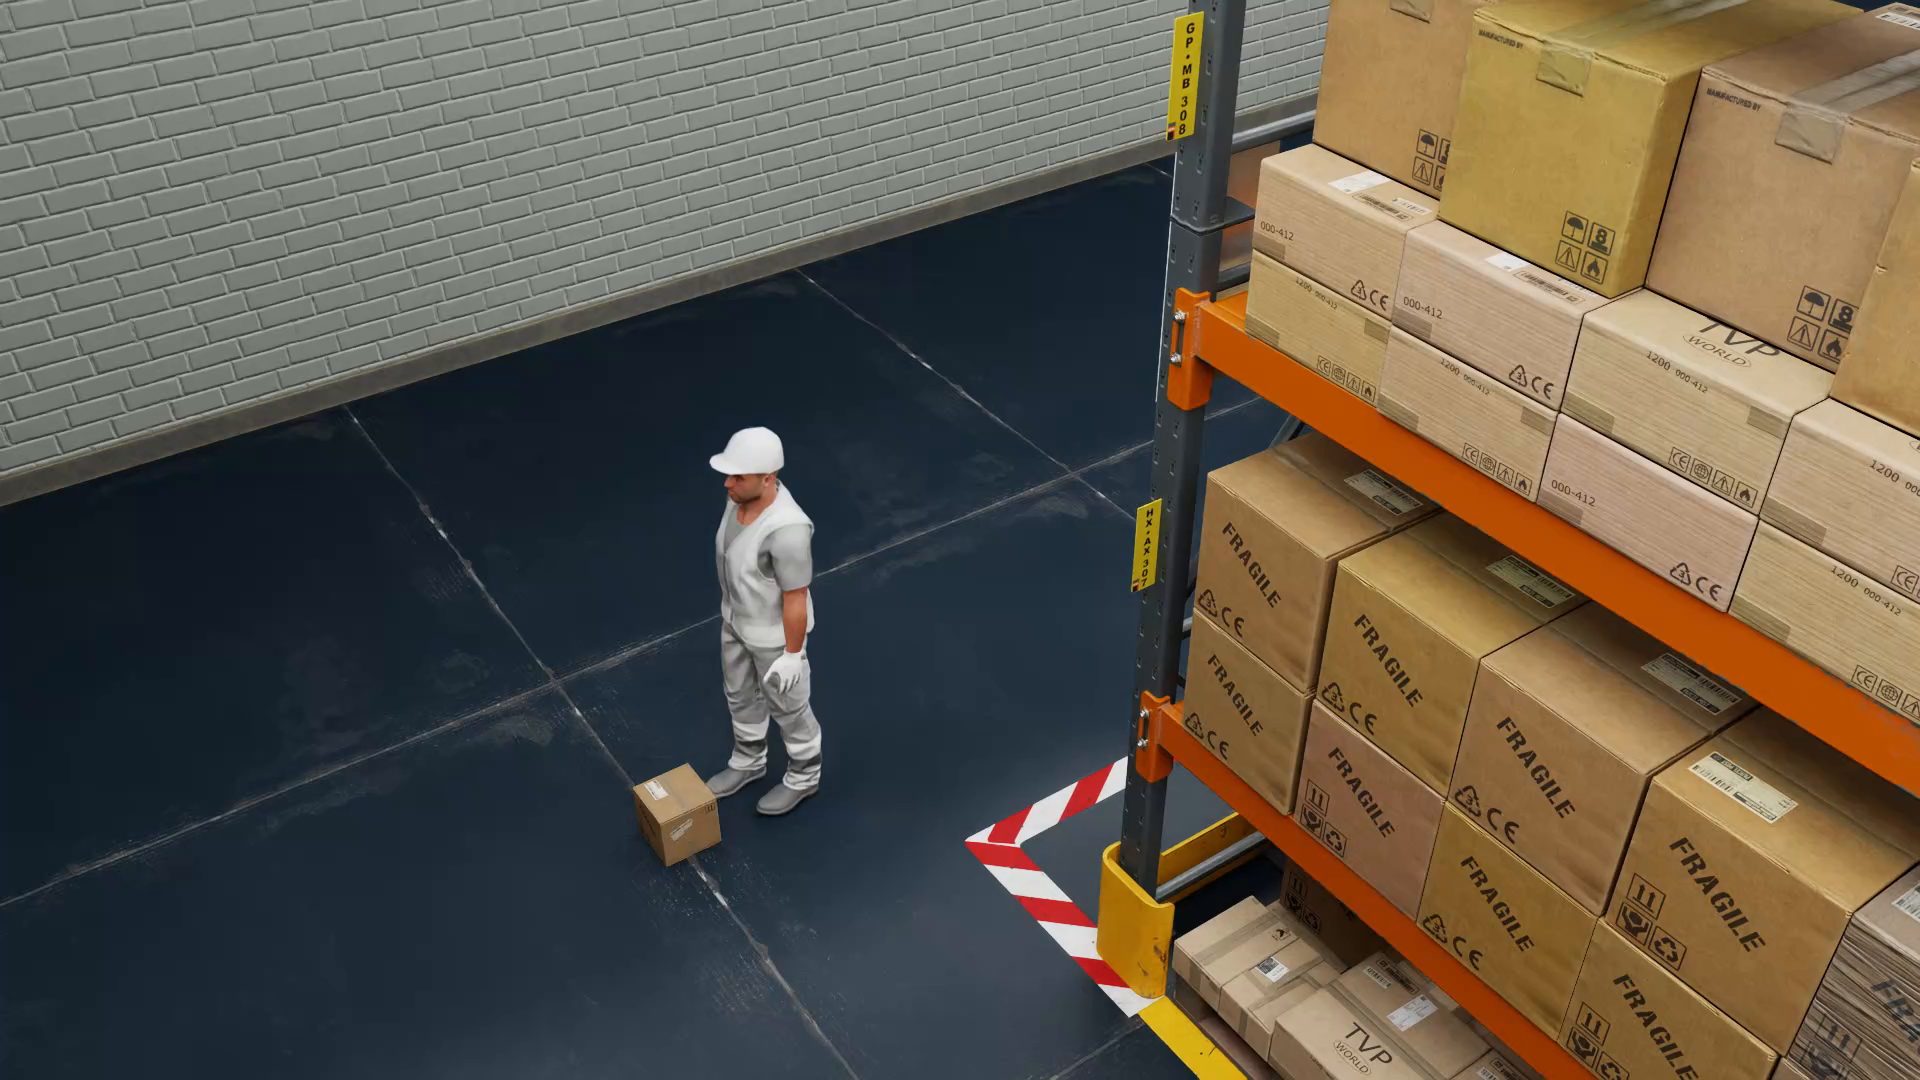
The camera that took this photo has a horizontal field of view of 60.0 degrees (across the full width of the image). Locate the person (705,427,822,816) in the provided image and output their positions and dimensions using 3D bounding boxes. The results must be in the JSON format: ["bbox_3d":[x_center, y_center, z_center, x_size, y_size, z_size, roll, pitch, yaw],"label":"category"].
[{"bbox_3d":[-0.807,0.362,6.483,0.461,1.791,0.540,-22,41,-27],"label":"person"}]
